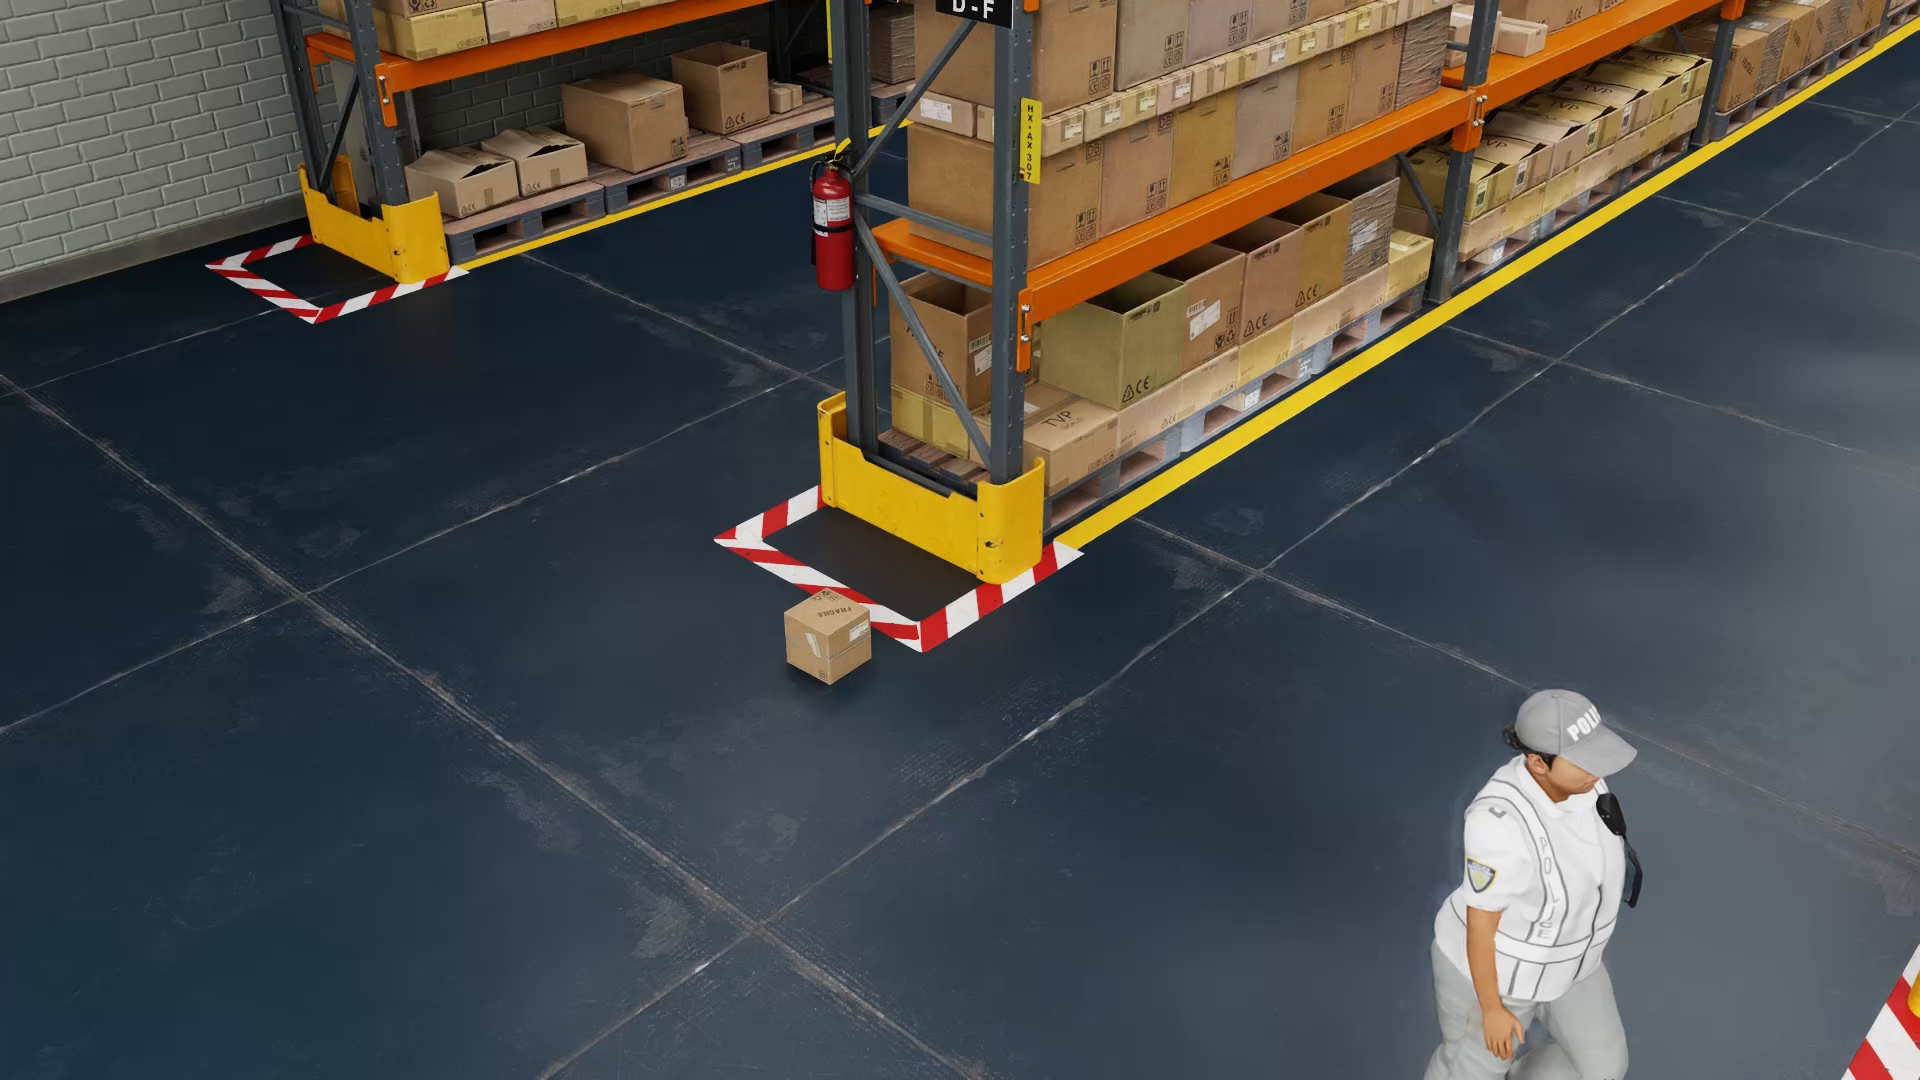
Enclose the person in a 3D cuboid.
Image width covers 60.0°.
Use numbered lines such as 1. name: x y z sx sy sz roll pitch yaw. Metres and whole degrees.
1. person: 1.475 1.117 4.299 0.477 1.694 0.468 -20 37 -29
